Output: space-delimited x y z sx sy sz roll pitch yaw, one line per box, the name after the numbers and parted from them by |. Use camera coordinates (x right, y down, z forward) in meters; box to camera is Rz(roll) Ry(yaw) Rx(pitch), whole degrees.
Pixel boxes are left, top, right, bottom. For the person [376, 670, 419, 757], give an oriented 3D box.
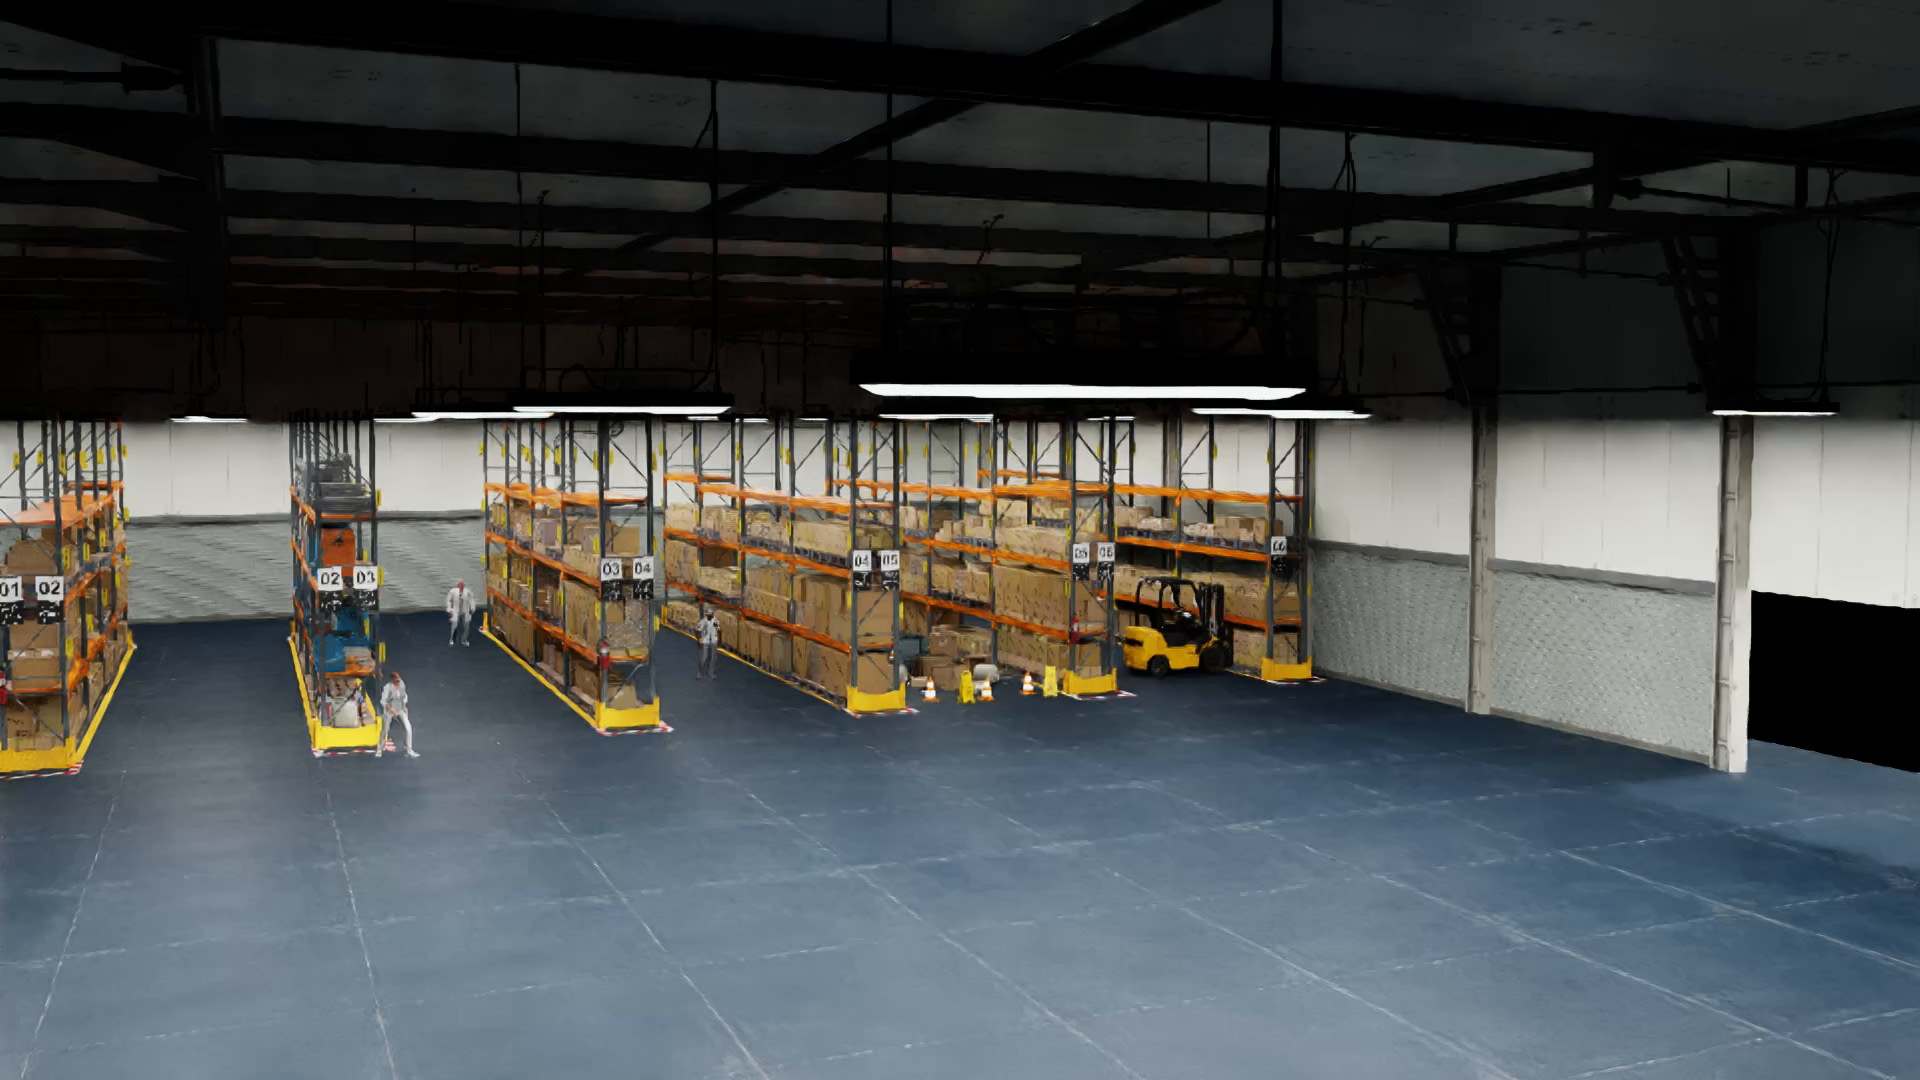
-9.675 2.954 28.437 0.562 1.525 0.785 -3 5 -41 | person

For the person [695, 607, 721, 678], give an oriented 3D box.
-5.652 2.302 37.362 0.592 1.625 0.532 -2 4 -25 | person

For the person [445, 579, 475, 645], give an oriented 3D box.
-12.887 1.860 42.882 0.729 1.733 0.546 -2 4 -25 | person
